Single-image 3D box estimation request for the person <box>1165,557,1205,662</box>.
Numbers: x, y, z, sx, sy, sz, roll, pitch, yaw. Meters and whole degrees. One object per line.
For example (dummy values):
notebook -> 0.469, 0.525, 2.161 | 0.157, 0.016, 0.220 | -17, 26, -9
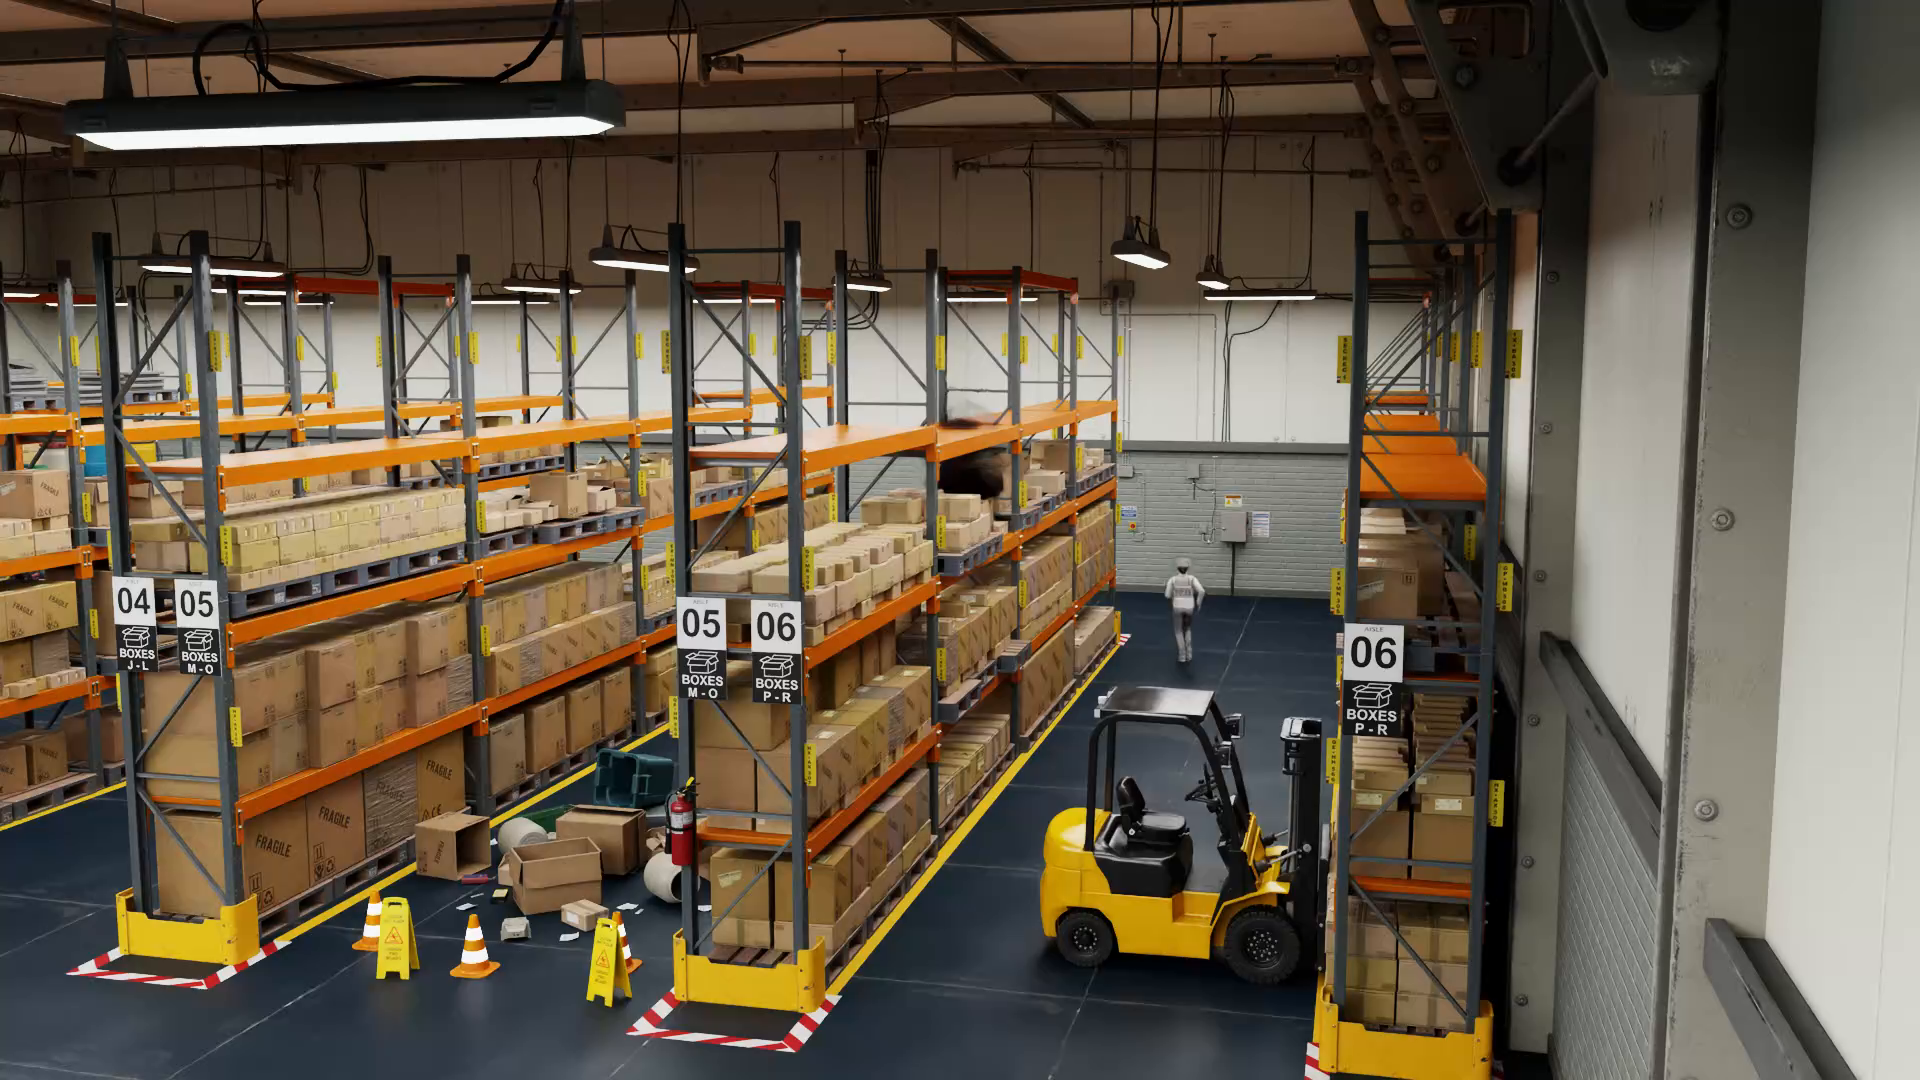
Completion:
person -> 3.548, 1.109, 26.426 | 0.582, 1.690, 0.667 | 0, 7, -3
